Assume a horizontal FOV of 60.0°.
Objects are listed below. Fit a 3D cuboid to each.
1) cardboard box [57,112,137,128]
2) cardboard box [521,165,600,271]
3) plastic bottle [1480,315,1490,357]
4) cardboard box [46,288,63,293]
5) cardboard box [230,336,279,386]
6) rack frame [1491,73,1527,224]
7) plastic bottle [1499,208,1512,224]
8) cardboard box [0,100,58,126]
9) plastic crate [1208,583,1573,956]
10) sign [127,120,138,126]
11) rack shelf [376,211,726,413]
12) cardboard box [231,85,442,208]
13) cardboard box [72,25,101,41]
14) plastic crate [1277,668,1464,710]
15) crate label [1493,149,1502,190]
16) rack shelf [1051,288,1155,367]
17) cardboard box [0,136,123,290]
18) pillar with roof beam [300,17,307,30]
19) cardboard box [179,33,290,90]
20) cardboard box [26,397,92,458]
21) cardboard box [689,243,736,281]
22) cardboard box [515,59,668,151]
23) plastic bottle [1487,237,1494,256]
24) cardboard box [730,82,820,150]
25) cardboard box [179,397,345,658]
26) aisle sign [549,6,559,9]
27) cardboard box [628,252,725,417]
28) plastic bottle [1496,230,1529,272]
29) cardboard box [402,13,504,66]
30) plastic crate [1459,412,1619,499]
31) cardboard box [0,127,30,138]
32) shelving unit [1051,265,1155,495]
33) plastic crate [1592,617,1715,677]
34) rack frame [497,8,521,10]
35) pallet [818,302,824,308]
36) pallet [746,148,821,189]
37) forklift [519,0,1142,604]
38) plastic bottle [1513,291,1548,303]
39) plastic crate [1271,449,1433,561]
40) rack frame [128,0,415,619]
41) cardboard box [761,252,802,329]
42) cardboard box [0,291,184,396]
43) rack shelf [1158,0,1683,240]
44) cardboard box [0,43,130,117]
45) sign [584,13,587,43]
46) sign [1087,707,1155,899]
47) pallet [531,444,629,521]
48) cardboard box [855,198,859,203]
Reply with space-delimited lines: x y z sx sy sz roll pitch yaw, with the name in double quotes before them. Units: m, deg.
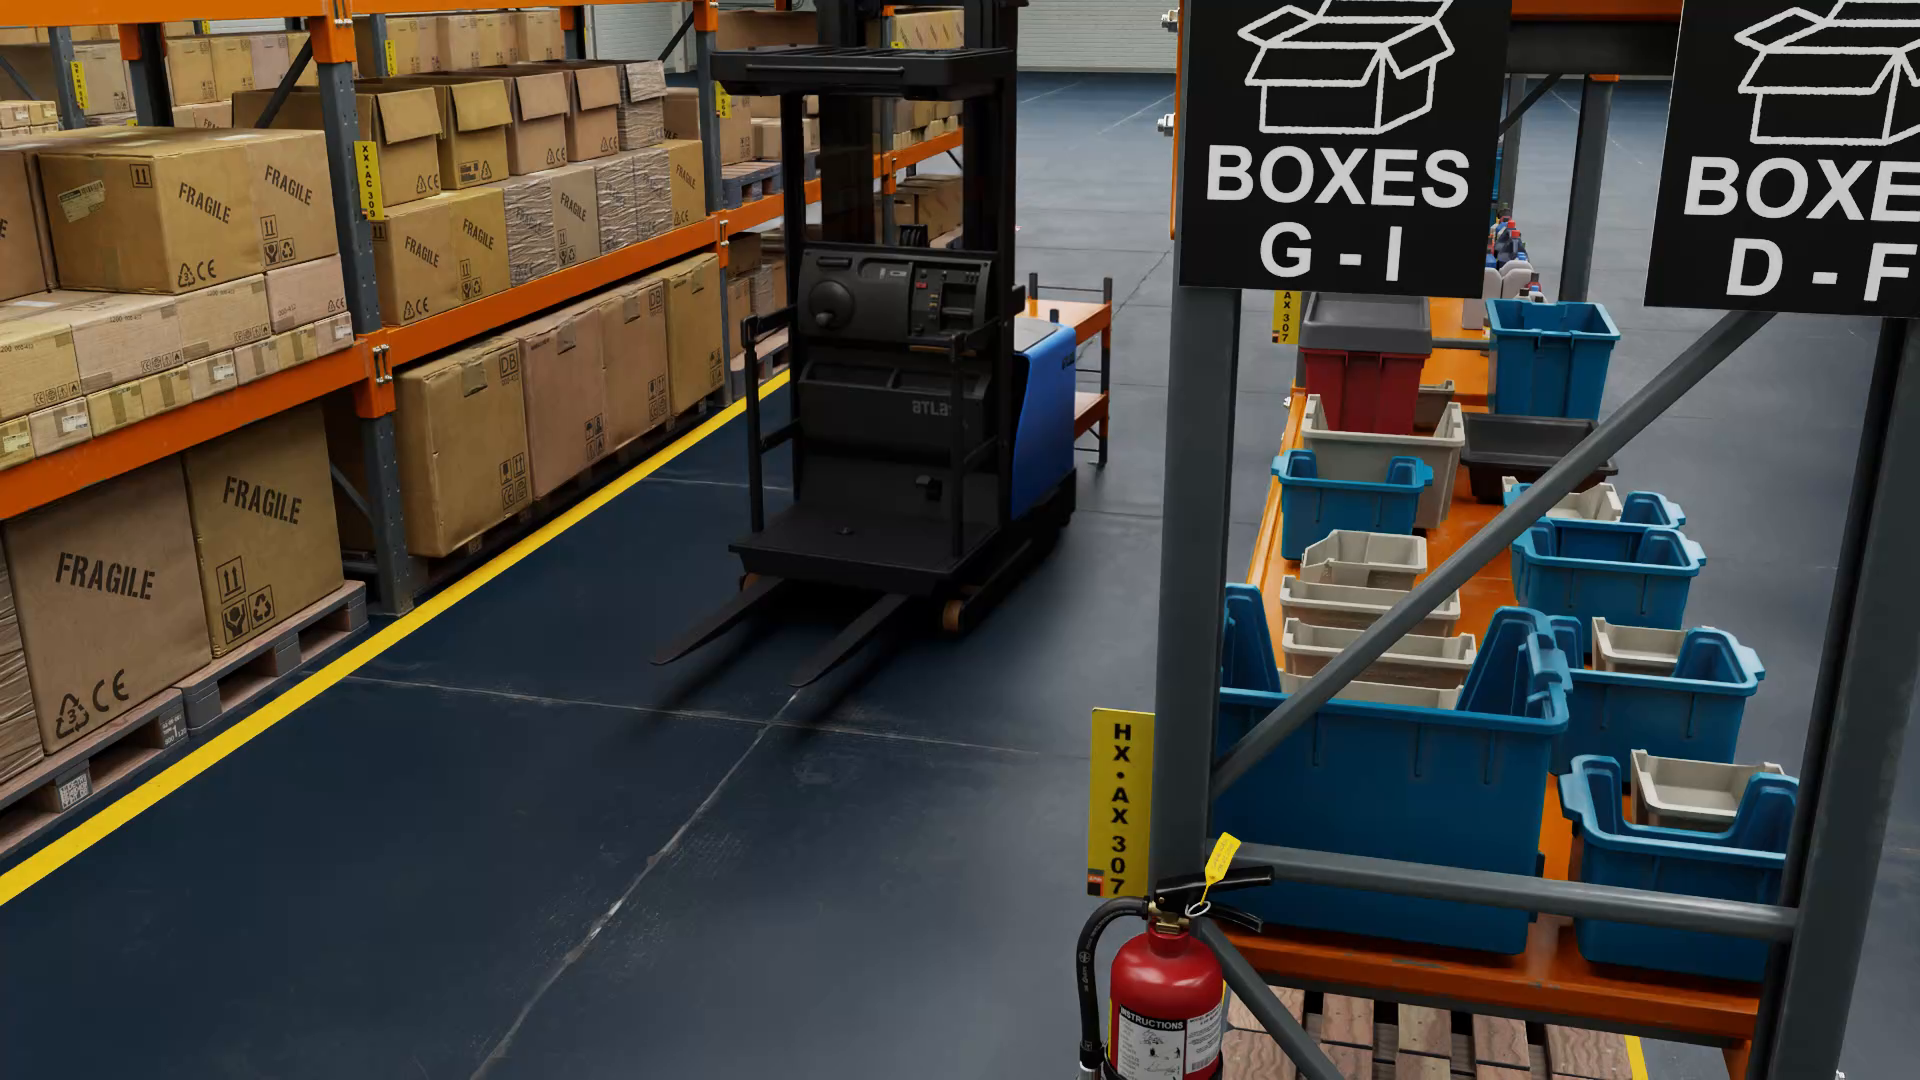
"cardboard box" -6.473 -2.959 12.555 0.500 0.500 0.500 5 19 14
"cardboard box" -2.317 -1.764 9.055 0.500 0.500 0.500 5 19 14
"plastic bottle" 2.212 -0.864 6.882 0.097 0.201 0.097 0 19 0
"cardboard box" -3.532 -0.903 6.462 0.500 0.250 0.500 5 19 13
"cardboard box" -2.920 -0.714 6.525 0.380 0.149 0.250 4 19 12
"rack frame" 2.743 -1.978 9.837 1.000 3.000 0.127 5 19 13
"plastic bottle" 3.001 -1.690 9.174 0.061 0.283 0.133 5 19 13
"cardboard box" -6.520 -2.964 11.542 0.380 0.149 0.250 4 19 11
"plastic crate" 0.689 0.365 2.831 0.616 0.435 0.499 5 19 13
"sign" -3.566 -1.665 7.253 0.100 0.325 0.005 5 19 13
"rack shelf" -2.549 -1.401 9.263 1.077 0.370 4.000 5 19 13
"cardboard box" -2.889 -1.838 7.721 0.797 0.503 0.637 4 19 12
"cardboard box" -10.040 -5.671 18.489 0.700 0.500 0.500 5 19 13
"plastic crate" 0.812 0.356 3.319 0.396 0.136 0.243 5 19 13
"crate label" 3.248 -2.284 10.680 0.502 0.435 0.616 5 19 13
"rack shelf" 0.813 -1.238 9.667 0.538 0.278 1.000 0 19 1
"cardboard box" -3.530 -1.256 6.336 0.500 0.500 0.500 5 19 13
"pillar with roof beam" -8.467 -12.163 30.375 9.100 9.000 0.400 5 19 13
"cardboard box" -6.231 -4.090 14.321 0.700 0.500 0.500 5 19 14
"cardboard box" -3.171 -0.392 5.584 0.380 0.149 0.250 5 19 14
"cardboard box" -1.925 -1.961 11.815 0.500 0.250 0.500 5 20 16
"cardboard box" -2.254 -2.663 10.136 0.797 0.503 0.637 5 20 15
"plastic bottle" 2.594 -1.357 8.201 0.061 0.283 0.133 5 19 13
"cardboard box" -1.417 -3.319 12.956 0.797 0.503 0.637 7 20 19
"cardboard box" -3.276 -0.108 7.000 0.875 0.875 0.875 5 19 13
"aisle sign" -4.582 -6.528 19.138 0.394 0.787 0.004 5 19 13
"cardboard box" -2.249 -1.347 10.629 1.225 0.875 0.875 4 19 11
"plastic bottle" 2.621 -1.289 7.898 0.144 0.351 0.185 5 19 13
"cardboard box" -5.335 -5.247 17.507 0.875 0.550 0.500 5 19 13
"plastic crate" 1.753 -0.250 5.112 0.437 0.125 0.590 5 19 13
"cardboard box" -6.588 -2.738 11.342 0.380 0.149 0.250 5 20 15
"shelving unit" 0.813 -0.961 9.761 0.538 1.125 1.048 0 19 1
"plastic crate" 1.492 0.268 3.577 0.250 0.136 0.298 5 19 13
"rack frame" -4.890 -5.300 19.562 1.000 3.000 0.127 5 19 13
"pallet" -1.271 -2.059 14.388 1.003 0.211 1.213 5 19 13
"pallet" -1.616 -2.902 12.839 1.003 0.211 1.213 5 19 13
"forklift" -0.607 -1.282 7.905 3.031 2.935 1.130 -10 21 -28
"plastic bottle" 2.338 -0.895 6.859 0.152 0.276 0.135 5 19 13
"plastic crate" 1.041 -0.083 4.457 0.416 0.233 0.300 5 19 13
"rack frame" -3.037 -1.115 7.311 1.000 3.000 0.127 5 19 13
"cardboard box" -1.661 -1.959 12.968 0.700 0.500 0.500 6 20 18
"cardboard box" -3.139 -0.703 5.878 0.500 0.250 0.500 5 20 14
"rack shelf" 1.277 -1.176 3.962 1.077 0.370 4.000 5 19 13
"cardboard box" -6.726 -3.452 12.453 0.700 0.500 0.500 5 19 13
"sign" -4.368 -5.912 19.199 0.100 0.325 0.005 5 19 13
"sign" 0.251 0.414 2.581 0.100 0.325 0.005 5 19 13
"pallet" -2.626 -0.427 9.610 1.003 0.211 1.213 5 19 13
"cardboard box" -0.738 -3.141 16.462 0.500 0.500 0.500 3 19 9
